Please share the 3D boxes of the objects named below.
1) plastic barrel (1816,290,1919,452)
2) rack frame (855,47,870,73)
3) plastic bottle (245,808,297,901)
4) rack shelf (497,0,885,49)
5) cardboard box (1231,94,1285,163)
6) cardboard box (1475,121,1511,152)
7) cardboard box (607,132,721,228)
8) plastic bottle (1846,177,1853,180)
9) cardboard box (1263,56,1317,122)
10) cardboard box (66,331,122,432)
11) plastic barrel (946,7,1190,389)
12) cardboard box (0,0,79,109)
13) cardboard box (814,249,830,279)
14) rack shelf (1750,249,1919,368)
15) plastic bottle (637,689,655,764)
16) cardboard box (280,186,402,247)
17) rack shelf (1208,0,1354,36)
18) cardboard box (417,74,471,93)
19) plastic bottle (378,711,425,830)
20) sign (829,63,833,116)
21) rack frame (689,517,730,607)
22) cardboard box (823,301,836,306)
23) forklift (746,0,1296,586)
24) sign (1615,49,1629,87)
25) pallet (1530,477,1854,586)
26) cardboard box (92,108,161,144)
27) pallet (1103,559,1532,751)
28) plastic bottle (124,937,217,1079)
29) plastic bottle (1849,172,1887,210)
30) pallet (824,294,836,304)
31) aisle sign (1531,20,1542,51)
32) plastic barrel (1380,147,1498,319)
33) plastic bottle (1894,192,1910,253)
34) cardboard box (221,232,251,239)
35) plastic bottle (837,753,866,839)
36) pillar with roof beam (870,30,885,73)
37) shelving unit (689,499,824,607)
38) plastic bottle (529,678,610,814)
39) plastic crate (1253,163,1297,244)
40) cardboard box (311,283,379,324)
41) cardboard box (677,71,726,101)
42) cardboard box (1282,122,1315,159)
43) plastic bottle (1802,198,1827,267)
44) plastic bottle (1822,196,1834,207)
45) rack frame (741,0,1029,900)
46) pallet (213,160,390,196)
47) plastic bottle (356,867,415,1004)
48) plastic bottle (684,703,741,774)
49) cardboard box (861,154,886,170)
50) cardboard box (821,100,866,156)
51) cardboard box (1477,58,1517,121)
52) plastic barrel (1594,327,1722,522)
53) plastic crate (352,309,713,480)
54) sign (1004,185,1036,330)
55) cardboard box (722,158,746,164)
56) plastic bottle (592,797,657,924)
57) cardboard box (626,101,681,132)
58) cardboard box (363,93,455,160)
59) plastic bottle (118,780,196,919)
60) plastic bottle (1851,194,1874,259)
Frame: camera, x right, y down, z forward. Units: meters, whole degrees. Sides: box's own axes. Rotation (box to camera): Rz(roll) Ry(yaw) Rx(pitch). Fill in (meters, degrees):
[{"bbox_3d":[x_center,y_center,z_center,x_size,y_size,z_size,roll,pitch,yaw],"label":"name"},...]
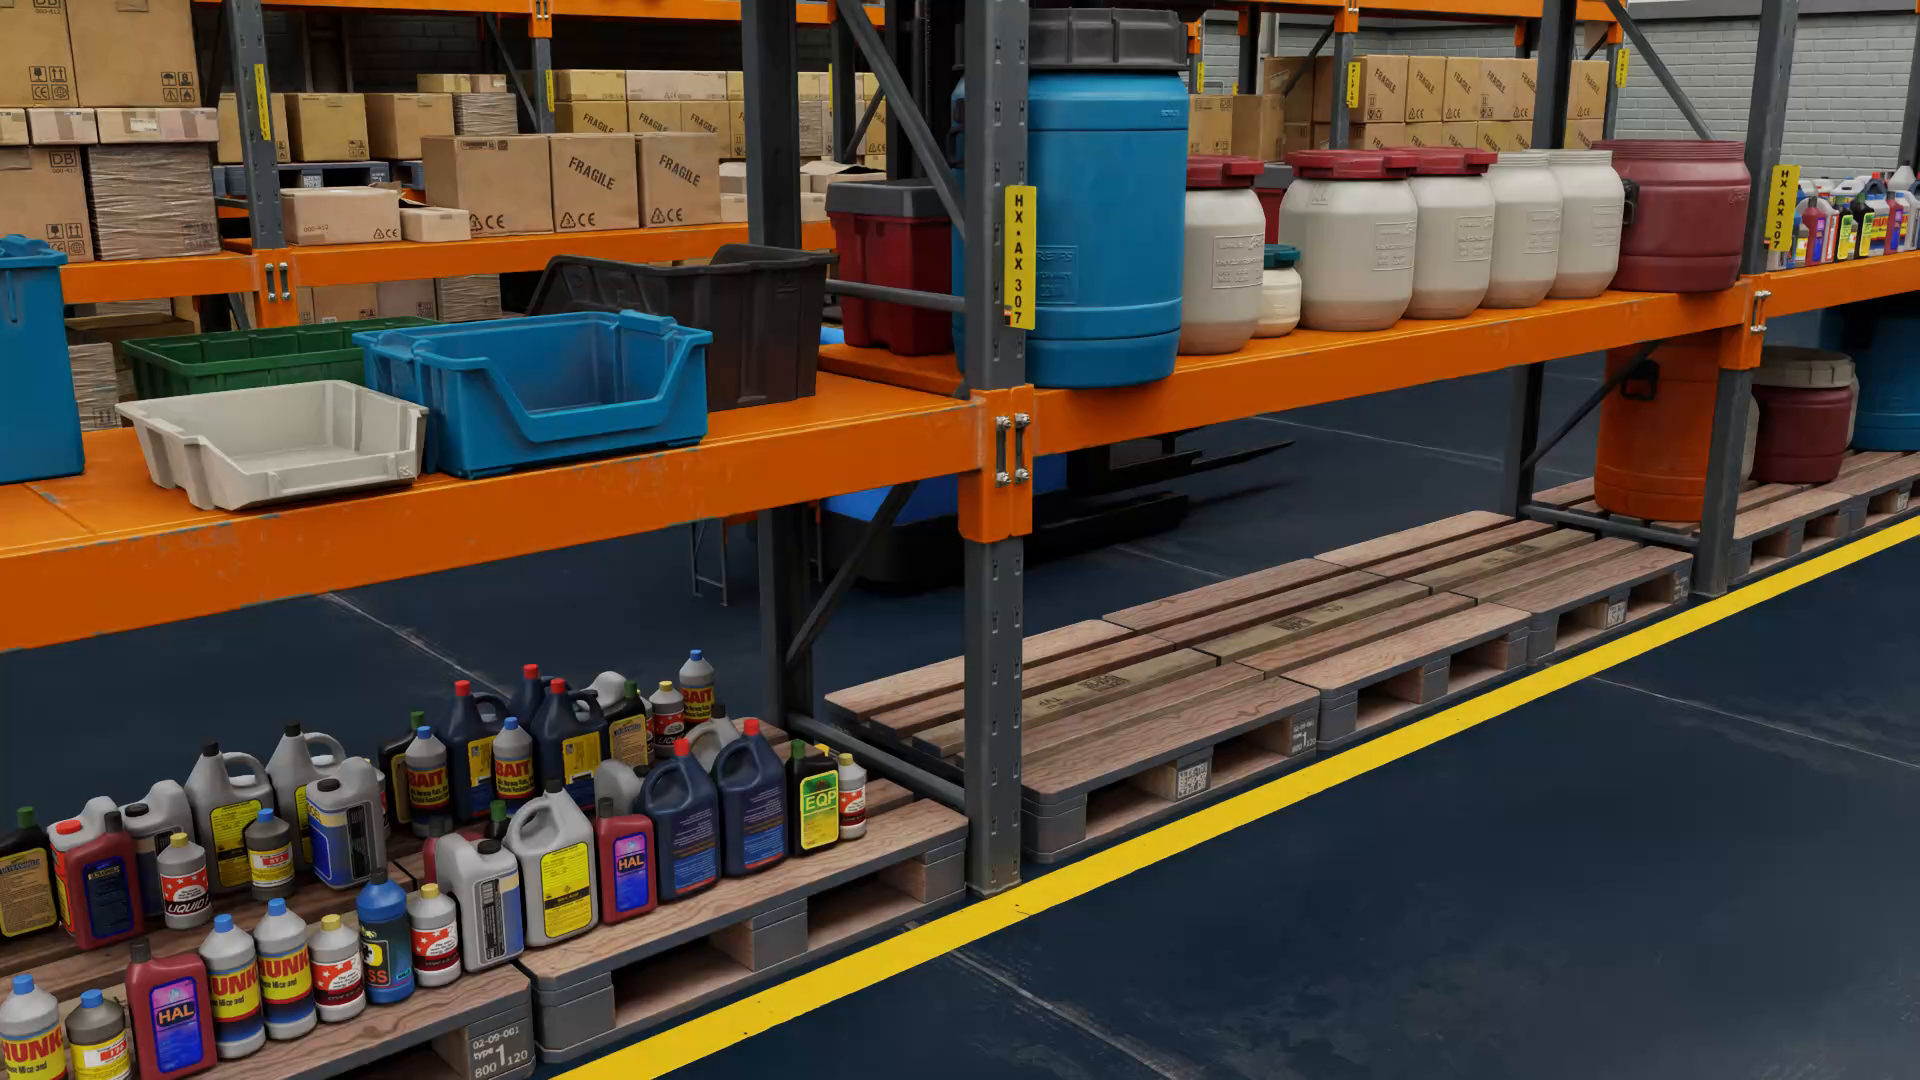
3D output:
[{"bbox_3d":[4.865,-0.966,8.805,0.708,0.901,0.600,-13,19,-39],"label":"plastic barrel"},{"bbox_3d":[-0.682,-3.914,16.590,0.127,3.000,1.000,-13,19,-39],"label":"rack frame"},{"bbox_3d":[-1.586,0.717,3.823,0.097,0.201,0.097,0,15,0],"label":"plastic bottle"},{"bbox_3d":[-2.191,-4.677,15.027,4.000,0.370,1.077,-13,19,-39],"label":"rack shelf"},{"bbox_3d":[2.068,-3.165,12.778,0.700,0.500,0.500,8,17,28],"label":"cardboard box"},{"bbox_3d":[4.281,-3.290,14.060,0.500,0.500,0.500,-13,20,-40],"label":"cardboard box"},{"bbox_3d":[-1.700,-2.033,9.356,0.500,0.500,0.500,-14,20,-42],"label":"cardboard box"},{"bbox_3d":[4.840,-1.842,9.085,0.097,0.271,0.097,0,15,0],"label":"plastic bottle"},{"bbox_3d":[2.784,-3.618,13.350,0.500,0.500,0.500,-13,19,-39],"label":"cardboard box"},{"bbox_3d":[-4.054,-0.628,7.350,0.500,0.500,0.500,-13,19,-39],"label":"cardboard box"},{"bbox_3d":[0.276,-0.879,4.255,0.708,0.901,0.600,-13,19,-39],"label":"plastic barrel"},{"bbox_3d":[-4.174,-2.108,7.121,0.500,0.500,0.700,-13,20,-39],"label":"cardboard box"},{"bbox_3d":[-1.756,-2.792,15.740,0.750,0.750,0.750,-12,19,-38],"label":"cardboard box"},{"bbox_3d":[4.312,-1.299,8.194,4.000,0.370,1.077,-13,19,-39],"label":"rack shelf"},{"bbox_3d":[-0.896,0.513,4.589,0.097,0.201,0.097,0,15,0],"label":"plastic bottle"},{"bbox_3d":[-3.120,-1.614,8.272,0.500,0.250,0.500,-11,19,-36],"label":"cardboard box"},{"bbox_3d":[1.064,-3.713,11.419,4.000,0.370,1.077,-13,19,-39],"label":"rack shelf"},{"bbox_3d":[-4.173,-3.689,13.444,0.380,0.149,0.250,12,19,38],"label":"cardboard box"},{"bbox_3d":[-1.390,0.578,4.186,0.133,0.283,0.061,-12,19,-37],"label":"plastic bottle"},{"bbox_3d":[-0.809,-2.898,10.696,0.005,0.325,0.100,-13,19,-39],"label":"sign"},{"bbox_3d":[-1.027,-0.329,6.656,0.015,1.200,0.240,-15,21,-41],"label":"rack frame"},{"bbox_3d":[-1.033,-1.386,10.555,0.500,0.311,0.500,-12,19,-38],"label":"cardboard box"},{"bbox_3d":[0.458,-1.526,7.785,3.031,2.935,1.130,-14,20,-41],"label":"forklift"},{"bbox_3d":[5.939,-4.228,14.912,0.005,0.325,0.100,-13,19,-39],"label":"sign"},{"bbox_3d":[3.371,-0.102,7.723,1.213,0.211,1.003,-13,19,-39],"label":"pallet"},{"bbox_3d":[-3.715,-1.827,7.328,0.250,0.149,0.380,-13,20,-41],"label":"cardboard box"},{"bbox_3d":[1.274,0.369,5.960,1.213,0.211,1.003,-13,19,-39],"label":"pallet"},{"bbox_3d":[-1.476,0.866,3.106,0.133,0.283,0.061,-12,19,-38],"label":"plastic bottle"},{"bbox_3d":[4.310,-1.562,7.881,0.185,0.351,0.144,-13,19,-39],"label":"plastic bottle"},{"bbox_3d":[-1.215,-2.421,16.406,1.213,0.211,1.003,-13,19,-39],"label":"pallet"},{"bbox_3d":[5.449,-4.952,15.441,0.004,0.787,0.394,-13,19,-39],"label":"aisle sign"},{"bbox_3d":[1.532,-1.013,5.465,0.433,0.535,0.433,0,15,0],"label":"plastic barrel"},{"bbox_3d":[4.319,-1.466,7.674,0.097,0.271,0.097,0,15,0],"label":"plastic bottle"},{"bbox_3d":[-5.453,-2.218,12.779,0.500,0.250,0.500,-13,20,-41],"label":"cardboard box"},{"bbox_3d":[-0.283,0.632,4.143,0.097,0.201,0.097,0,15,0],"label":"plastic bottle"},{"bbox_3d":[2.104,-6.261,13.753,0.400,9.000,9.100,-13,19,-39],"label":"pillar with roof beam"},{"bbox_3d":[-0.849,-0.376,6.815,0.503,1.200,0.258,-15,21,-41],"label":"shelving unit"},{"bbox_3d":[-1.001,0.521,4.266,0.185,0.351,0.144,-13,19,-39],"label":"plastic bottle"},{"bbox_3d":[1.384,-1.124,6.023,0.583,0.464,0.402,-13,19,-39],"label":"plastic crate"},{"bbox_3d":[-5.030,-1.955,13.247,0.500,0.500,0.700,-13,20,-40],"label":"cardboard box"},{"bbox_3d":[-2.409,-4.004,14.664,0.500,0.250,0.500,-12,19,-39],"label":"cardboard box"},{"bbox_3d":[2.781,-3.133,13.473,0.500,0.500,0.500,-12,19,-38],"label":"cardboard box"},{"bbox_3d":[3.620,-1.308,7.062,0.133,0.283,0.061,-13,19,-39],"label":"plastic bottle"},{"bbox_3d":[4.444,-1.668,8.566,0.097,0.201,0.097,0,15,0],"label":"plastic bottle"},{"bbox_3d":[-0.214,-0.630,4.296,0.127,3.000,1.000,-13,19,-39],"label":"rack frame"},{"bbox_3d":[-5.166,-2.800,12.793,1.213,0.211,1.003,-13,19,-39],"label":"pallet"},{"bbox_3d":[-1.172,0.797,3.387,0.097,0.271,0.097,0,15,0],"label":"plastic bottle"},{"bbox_3d":[-0.605,0.574,4.068,0.185,0.351,0.144,-13,19,-39],"label":"plastic bottle"},{"bbox_3d":[-0.926,-3.642,16.022,0.250,0.149,0.380,-12,19,-38],"label":"cardboard box"},{"bbox_3d":[-1.243,-3.900,15.729,0.500,0.500,0.500,-12,19,-39],"label":"cardboard box"},{"bbox_3d":[4.279,-3.769,13.915,0.500,0.500,0.500,-12,19,-38],"label":"cardboard box"},{"bbox_3d":[3.161,-0.548,7.381,0.708,0.830,0.600,-13,19,-39],"label":"plastic barrel"},{"bbox_3d":[-0.871,-0.318,3.415,0.616,0.251,0.499,-13,19,-39],"label":"plastic crate"},{"bbox_3d":[0.139,-0.655,3.852,0.005,0.325,0.100,-13,19,-39],"label":"sign"},{"bbox_3d":[-2.149,-3.397,15.104,0.250,0.149,0.380,-13,19,-39],"label":"cardboard box"},{"bbox_3d":[-0.751,0.703,3.716,0.133,0.283,0.061,-11,19,-36],"label":"plastic bottle"},{"bbox_3d":[-2.764,-3.557,14.446,0.500,0.500,0.500,-12,19,-38],"label":"cardboard box"},{"bbox_3d":[-4.452,-3.316,13.304,0.700,0.500,0.500,14,20,42],"label":"cardboard box"},{"bbox_3d":[-1.821,0.694,3.766,0.135,0.276,0.152,-13,20,-41],"label":"plastic bottle"},{"bbox_3d":[3.996,-1.393,7.378,0.133,0.283,0.061,-13,19,-39],"label":"plastic bottle"}]
